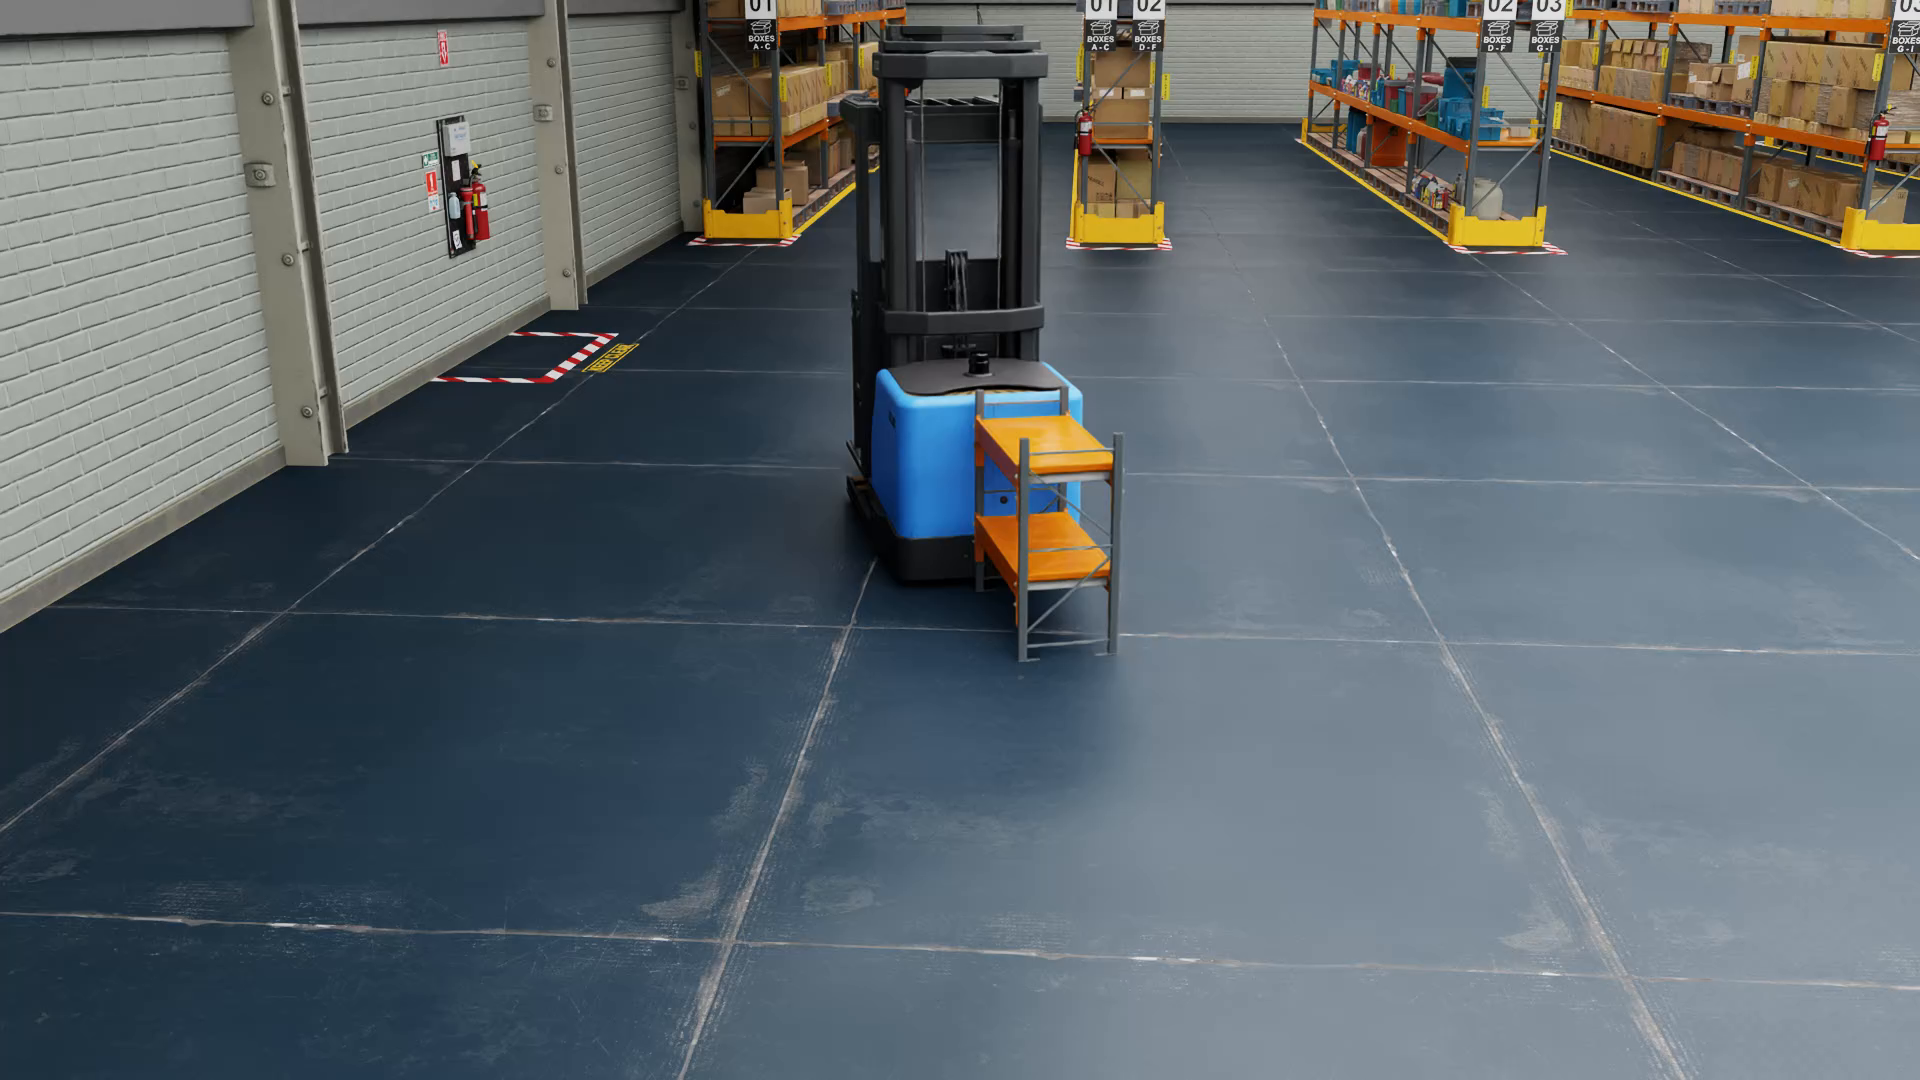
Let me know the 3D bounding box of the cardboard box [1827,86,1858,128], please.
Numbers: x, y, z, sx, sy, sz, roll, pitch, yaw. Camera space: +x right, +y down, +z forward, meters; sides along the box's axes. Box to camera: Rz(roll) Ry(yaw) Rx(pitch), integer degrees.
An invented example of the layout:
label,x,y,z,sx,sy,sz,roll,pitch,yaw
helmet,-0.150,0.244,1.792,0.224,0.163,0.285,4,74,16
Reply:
label,x,y,z,sx,sy,sz,roll,pitch,yaw
cardboard box,11.952,-5.677,21.794,0.875,0.500,0.500,1,18,4

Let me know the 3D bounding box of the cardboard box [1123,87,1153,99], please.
label,x,y,z,sx,sy,sz,roll,pitch,yaw
cardboard box,2.331,-5.856,21.774,0.380,0.149,0.250,1,18,4

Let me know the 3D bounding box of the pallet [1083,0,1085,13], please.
label,x,y,z,sx,sy,sz,roll,pitch,yaw
pallet,2.702,-8.990,28.029,1.213,0.211,1.003,2,18,6

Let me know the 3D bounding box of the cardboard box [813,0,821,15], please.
label,x,y,z,sx,sy,sz,roll,pitch,yaw
cardboard box,-2.356,-8.054,24.675,0.500,0.500,0.500,2,18,5

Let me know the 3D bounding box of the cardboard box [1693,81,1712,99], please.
label,x,y,z,sx,sy,sz,roll,pitch,yaw
cardboard box,12.193,-7.258,26.822,0.500,0.250,0.500,1,18,2

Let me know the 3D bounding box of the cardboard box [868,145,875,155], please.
label,x,y,z,sx,sy,sz,roll,pitch,yaw
cardboard box,-2.027,-7.652,31.237,0.750,0.750,0.750,1,18,4

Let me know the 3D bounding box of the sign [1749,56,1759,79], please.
label,x,y,z,sx,sy,sz,roll,pitch,yaw
sign,11.701,-6.964,24.500,0.100,0.325,0.005,1,18,4

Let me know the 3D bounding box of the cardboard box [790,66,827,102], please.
label,x,y,z,sx,sy,sz,roll,pitch,yaw
cardboard box,-2.292,-6.875,25.093,0.500,0.500,0.500,1,18,4

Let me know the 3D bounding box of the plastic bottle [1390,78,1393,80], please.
label,x,y,z,sx,sy,sz,roll,pitch,yaw
plastic bottle,7.909,-8.301,30.519,0.144,0.351,0.185,1,18,4

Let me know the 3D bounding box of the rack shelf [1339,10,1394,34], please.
label,x,y,z,sx,sy,sz,roll,pitch,yaw
rack shelf,7.745,-9.460,30.315,1.077,0.370,4.000,1,18,4

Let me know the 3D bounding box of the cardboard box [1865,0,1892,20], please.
label,x,y,z,sx,sy,sz,roll,pitch,yaw
cardboard box,11.750,-6.670,20.885,0.500,0.250,0.500,2,18,5

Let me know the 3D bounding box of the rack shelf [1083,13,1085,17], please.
label,x,y,z,sx,sy,sz,roll,pitch,yaw
rack shelf,2.518,-8.330,26.865,1.077,0.370,4.000,1,18,4

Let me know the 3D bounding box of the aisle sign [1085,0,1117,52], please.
label,x,y,z,sx,sy,sz,roll,pitch,yaw
aisle sign,1.790,-6.604,21.086,0.394,0.787,0.004,1,18,4

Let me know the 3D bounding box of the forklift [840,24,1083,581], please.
label,x,y,z,sx,sy,sz,roll,pitch,yaw
forklift,-0.112,-1.591,10.072,1.130,2.935,3.031,-4,18,-11

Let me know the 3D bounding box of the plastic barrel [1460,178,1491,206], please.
label,x,y,z,sx,sy,sz,roll,pitch,yaw
plastic barrel,7.035,-4.650,22.618,0.421,0.512,0.421,0,18,0

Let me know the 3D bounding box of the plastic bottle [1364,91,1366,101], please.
label,x,y,z,sx,sy,sz,roll,pitch,yaw
plastic bottle,7.255,-7.934,29.637,0.097,0.201,0.097,0,18,0

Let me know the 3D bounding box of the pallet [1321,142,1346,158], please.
label,x,y,z,sx,sy,sz,roll,pitch,yaw
pallet,7.903,-7.902,33.700,1.003,0.211,1.213,1,18,4

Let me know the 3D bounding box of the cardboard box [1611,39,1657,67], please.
label,x,y,z,sx,sy,sz,roll,pitch,yaw
cardboard box,12.791,-9.213,31.451,0.797,0.503,0.637,1,18,2

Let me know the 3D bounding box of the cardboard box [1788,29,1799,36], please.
label,x,y,z,sx,sy,sz,roll,pitch,yaw
cardboard box,17.759,-10.518,34.961,0.500,0.500,0.500,1,18,4

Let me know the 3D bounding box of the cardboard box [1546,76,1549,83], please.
label,x,y,z,sx,sy,sz,roll,pitch,yaw
cardboard box,12.744,-9.828,35.502,0.380,0.149,0.250,1,18,3

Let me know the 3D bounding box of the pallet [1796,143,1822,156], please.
label,x,y,z,sx,sy,sz,roll,pitch,yaw
pallet,17.866,-8.009,34.028,1.003,0.211,1.213,1,18,4

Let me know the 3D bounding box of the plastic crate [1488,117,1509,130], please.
label,x,y,z,sx,sy,sz,roll,pitch,yaw
plastic crate,7.451,-5.878,23.468,0.530,0.136,0.437,1,18,4

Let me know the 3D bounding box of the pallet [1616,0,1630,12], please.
label,x,y,z,sx,sy,sz,roll,pitch,yaw
pallet,12.812,-9.936,30.919,0.805,0.209,1.217,1,18,2

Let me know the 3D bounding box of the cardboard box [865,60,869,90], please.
label,x,y,z,sx,sy,sz,roll,pitch,yaw
cardboard box,-1.943,-8.483,30.323,0.500,0.500,0.500,2,18,6

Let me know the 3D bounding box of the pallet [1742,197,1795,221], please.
label,x,y,z,sx,sy,sz,roll,pitch,yaw
pallet,12.242,-4.868,24.441,1.003,0.211,1.213,1,18,4

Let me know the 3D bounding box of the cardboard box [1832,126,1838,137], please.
label,x,y,z,sx,sy,sz,roll,pitch,yaw
cardboard box,11.861,-5.445,22.125,0.380,0.149,0.250,1,18,4

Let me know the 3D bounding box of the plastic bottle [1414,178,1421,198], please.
label,x,y,z,sx,sy,sz,roll,pitch,yaw
plastic bottle,6.859,-5.238,24.759,0.152,0.276,0.135,2,18,6

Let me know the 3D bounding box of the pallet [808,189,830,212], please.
label,x,y,z,sx,sy,sz,roll,pitch,yaw
pallet,-2.579,-5.200,25.454,1.003,0.211,1.213,1,18,4

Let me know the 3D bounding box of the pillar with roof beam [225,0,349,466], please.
label,x,y,z,sx,sy,sz,roll,pitch,yaw
pillar with roof beam,-0.232,-4.757,9.988,9.100,9.000,0.400,1,18,4

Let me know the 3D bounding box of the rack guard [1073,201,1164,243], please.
label,x,y,z,sx,sy,sz,roll,pitch,yaw
rack guard,2.086,-4.187,21.900,1.175,0.500,0.348,1,18,4

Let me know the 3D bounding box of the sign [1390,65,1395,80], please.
label,x,y,z,sx,sy,sz,roll,pitch,yaw
sign,8.437,-9.117,32.484,0.100,0.325,0.005,1,18,4

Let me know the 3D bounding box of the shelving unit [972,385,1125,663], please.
label,x,y,z,sx,sy,sz,roll,pitch,yaw
shelving unit,0.427,-0.110,8.454,0.538,1.125,1.048,-4,18,-11

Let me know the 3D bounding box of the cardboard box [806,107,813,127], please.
label,x,y,z,sx,sy,sz,roll,pitch,yaw
cardboard box,-2.398,-6.051,23.783,0.500,0.250,0.500,1,18,4

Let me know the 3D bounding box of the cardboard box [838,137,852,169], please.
label,x,y,z,sx,sy,sz,roll,pitch,yaw
cardboard box,-2.279,-6.773,29.084,0.700,0.500,0.500,2,18,5

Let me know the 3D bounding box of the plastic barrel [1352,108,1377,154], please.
label,x,y,z,sx,sy,sz,roll,pitch,yaw
plastic barrel,7.782,-7.812,31.642,0.600,0.901,0.708,1,18,4

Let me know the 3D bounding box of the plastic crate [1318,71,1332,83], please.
label,x,y,z,sx,sy,sz,roll,pitch,yaw
plastic crate,7.735,-9.711,34.915,0.416,0.233,0.300,1,18,4

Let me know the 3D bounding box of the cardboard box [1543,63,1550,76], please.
label,x,y,z,sx,sy,sz,roll,pitch,yaw
cardboard box,12.812,-10.057,35.561,0.500,0.250,0.500,1,18,2

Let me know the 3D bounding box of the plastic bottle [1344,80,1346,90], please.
label,x,y,z,sx,sy,sz,roll,pitch,yaw
plastic bottle,7.430,-8.725,31.938,0.097,0.271,0.097,0,18,0

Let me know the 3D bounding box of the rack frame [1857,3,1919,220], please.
label,x,y,z,sx,sy,sz,roll,pitch,yaw
rack frame,11.969,-5.160,20.855,1.000,3.000,0.127,1,18,4

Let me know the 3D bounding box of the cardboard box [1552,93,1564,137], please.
label,x,y,z,sx,sy,sz,roll,pitch,yaw
cardboard box,13.150,-9.119,35.674,0.875,0.875,0.875,1,18,4

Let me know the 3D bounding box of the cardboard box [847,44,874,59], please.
label,x,y,z,sx,sy,sz,roll,pitch,yaw
cardboard box,-1.890,-9.148,31.149,0.500,0.250,0.500,1,18,3

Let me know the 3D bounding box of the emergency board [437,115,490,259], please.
label,x,y,z,sx,sy,sz,roll,pitch,yaw
emergency board,-4.311,-3.099,14.563,0.194,1.169,0.643,1,18,4

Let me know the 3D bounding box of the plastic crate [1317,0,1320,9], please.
label,x,y,z,sx,sy,sz,roll,pitch,yaw
plastic crate,7.870,-11.490,35.565,0.497,0.269,0.590,1,18,4

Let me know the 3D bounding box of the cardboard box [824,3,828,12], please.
label,x,y,z,sx,sy,sz,roll,pitch,yaw
cardboard box,-2.465,-9.060,27.741,0.797,0.503,0.637,4,19,12

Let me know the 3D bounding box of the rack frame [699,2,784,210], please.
label,x,y,z,sx,sy,sz,roll,pitch,yaw
rack frame,-2.853,-5.492,21.867,1.000,3.000,0.127,1,18,4
